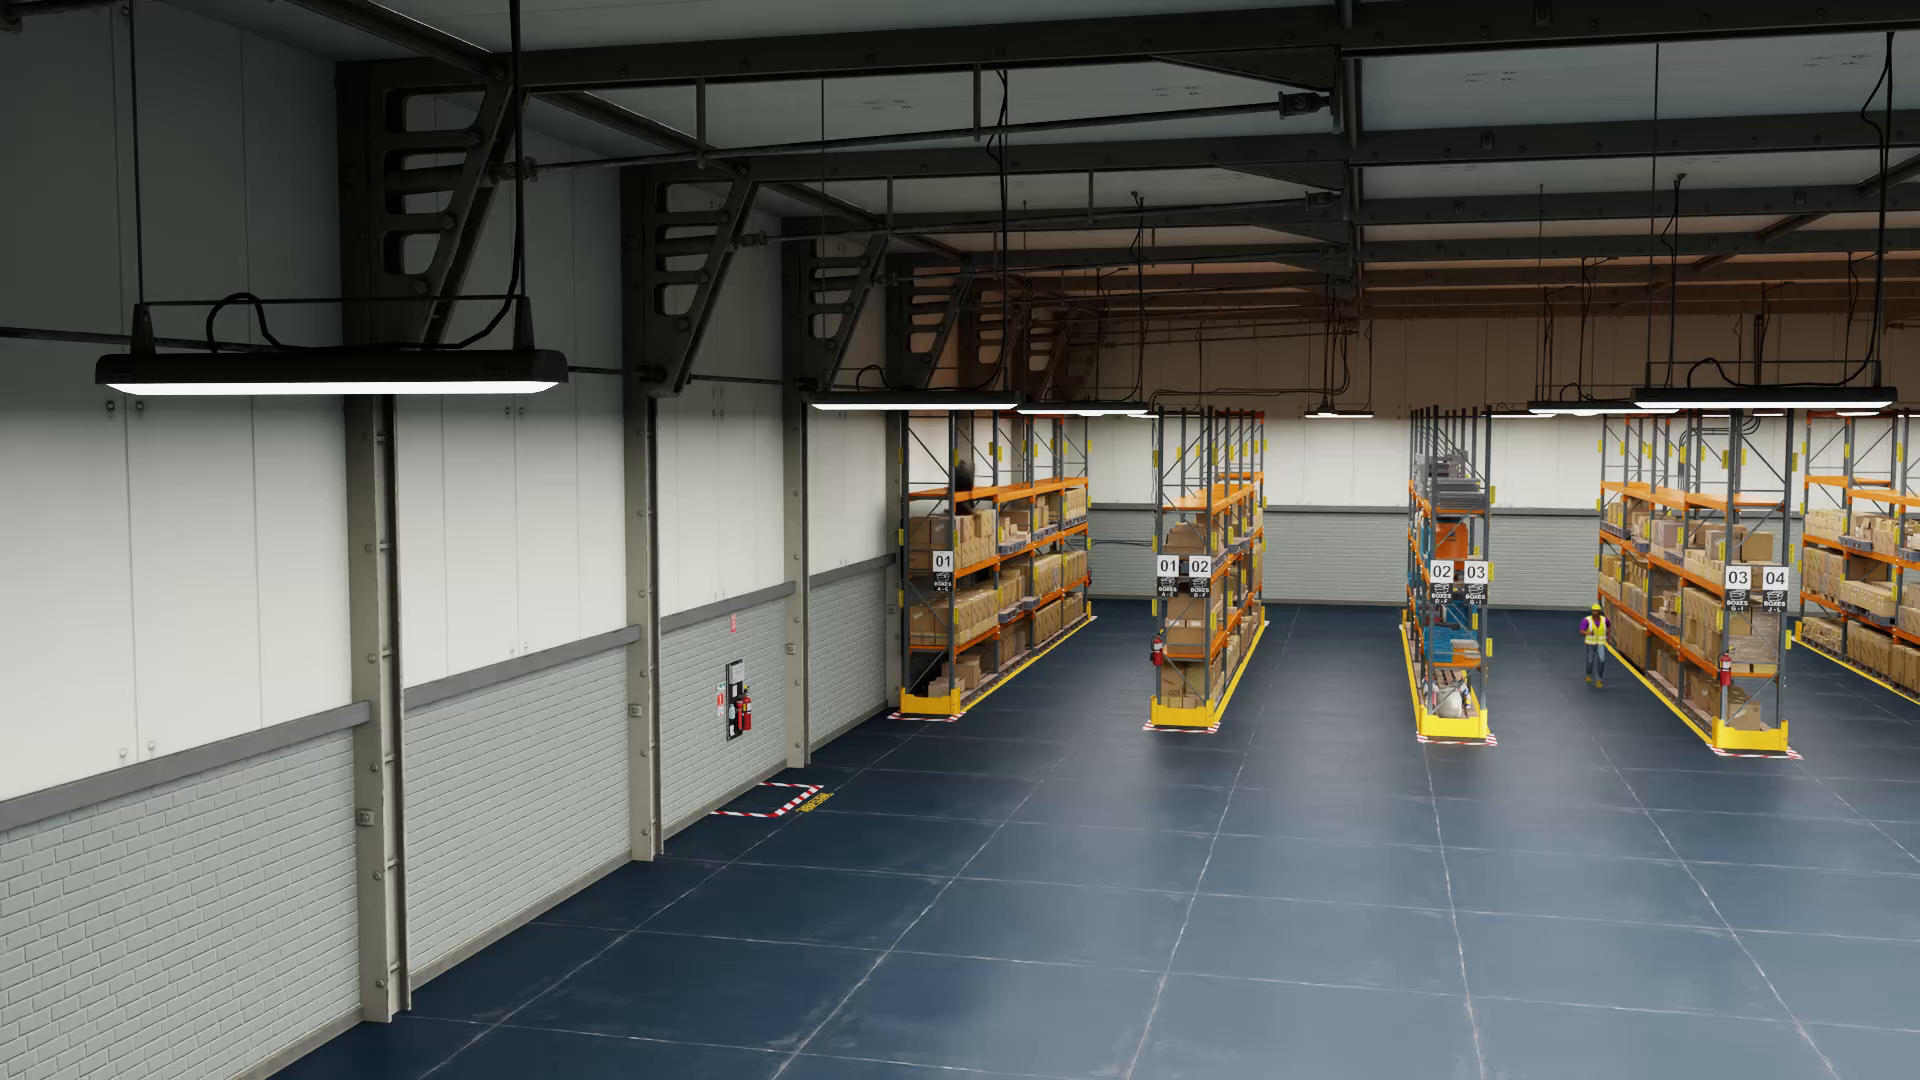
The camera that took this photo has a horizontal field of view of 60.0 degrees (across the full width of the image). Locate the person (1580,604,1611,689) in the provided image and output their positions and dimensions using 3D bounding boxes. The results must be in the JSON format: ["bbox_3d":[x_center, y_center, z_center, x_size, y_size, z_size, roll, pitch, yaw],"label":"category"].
[{"bbox_3d":[13.664,2.277,35.760,0.686,1.823,0.846,1,4,11],"label":"person"}]
